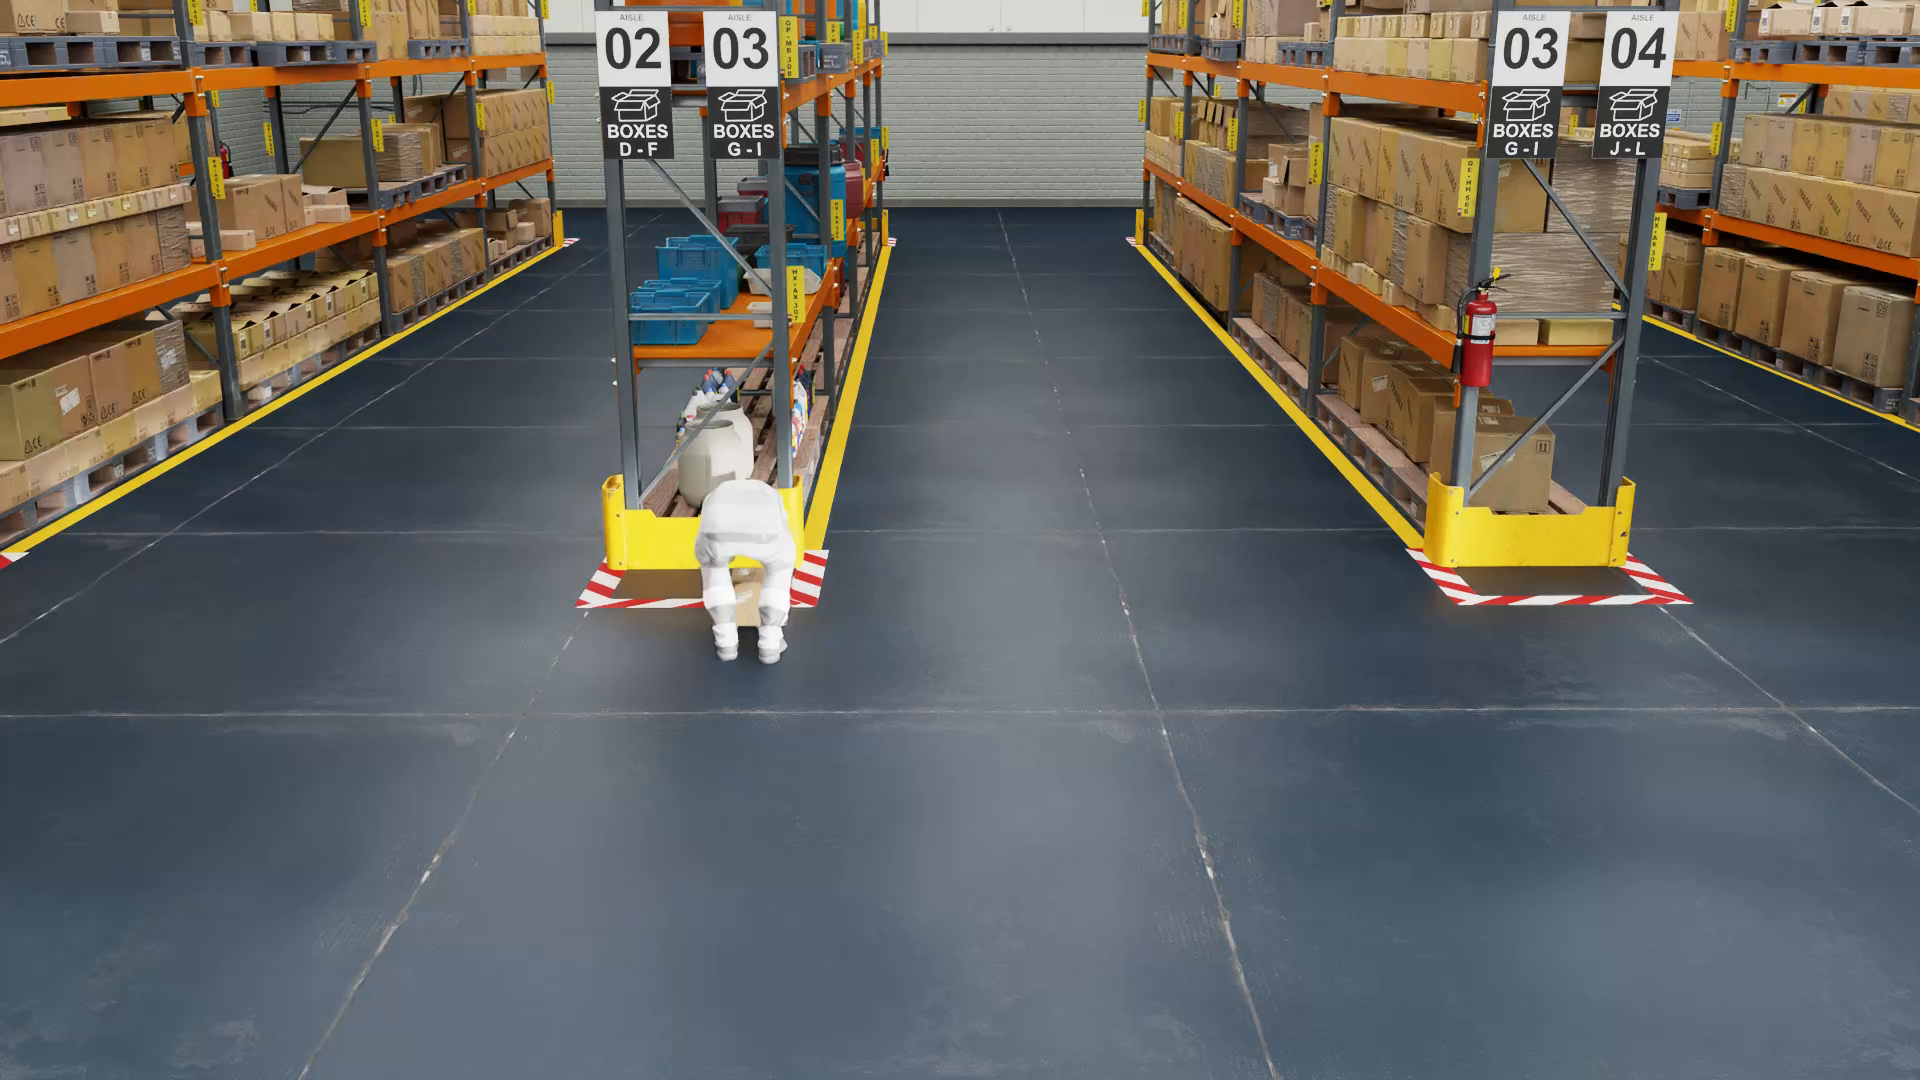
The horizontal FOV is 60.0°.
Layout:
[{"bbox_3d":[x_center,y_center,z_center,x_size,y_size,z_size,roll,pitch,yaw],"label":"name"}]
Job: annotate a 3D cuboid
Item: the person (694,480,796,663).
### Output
[{"bbox_3d":[-1.111,0.095,8.636,0.525,0.941,0.949,-1,17,-3],"label":"person"}]
